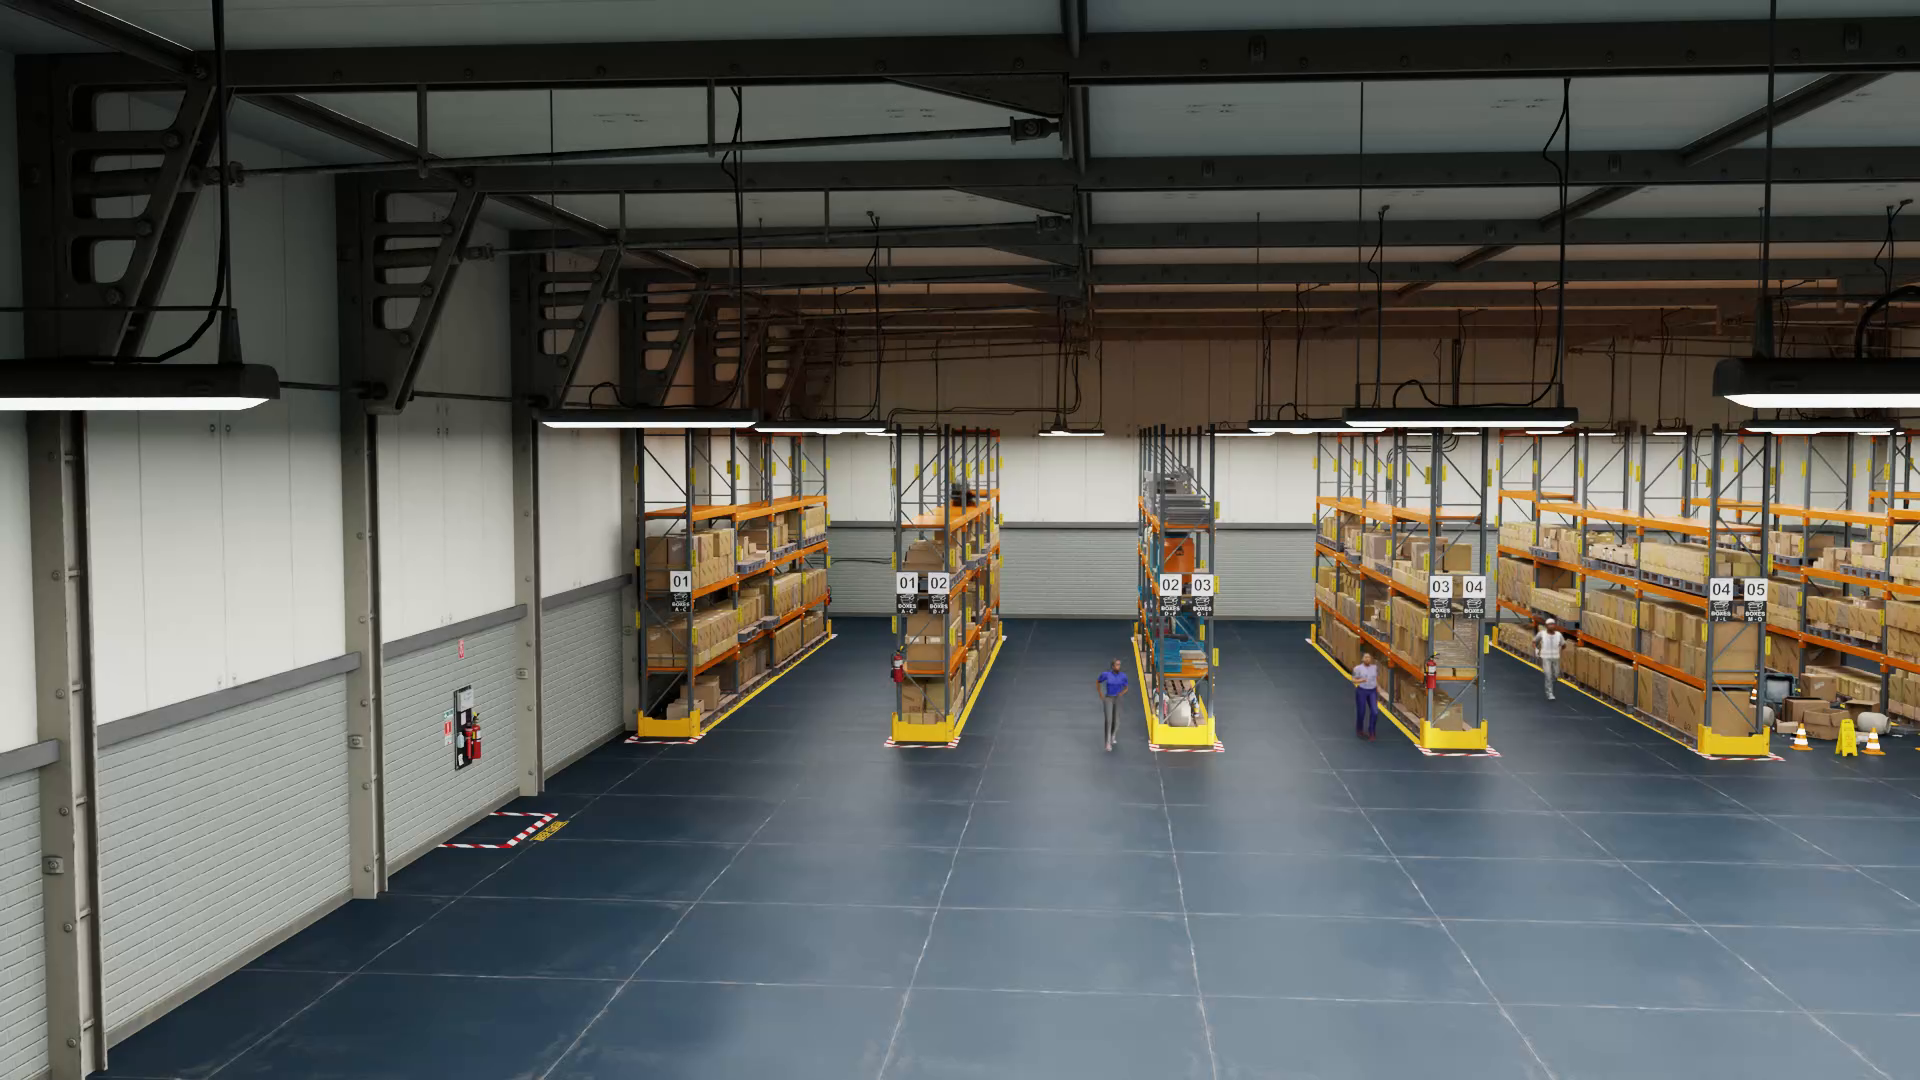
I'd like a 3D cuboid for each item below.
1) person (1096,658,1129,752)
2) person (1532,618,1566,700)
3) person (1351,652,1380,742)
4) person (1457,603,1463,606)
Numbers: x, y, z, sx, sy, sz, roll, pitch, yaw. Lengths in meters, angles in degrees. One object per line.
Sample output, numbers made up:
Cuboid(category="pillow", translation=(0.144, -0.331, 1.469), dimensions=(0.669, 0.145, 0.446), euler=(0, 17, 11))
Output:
Cuboid(category="person", translation=(2.847, 3.035, 30.778), dimensions=(0.579, 1.694, 0.794), euler=(-1, 4, -10))
Cuboid(category="person", translation=(12.980, 2.606, 36.590), dimensions=(0.696, 1.763, 0.946), euler=(0, 3, 4))
Cuboid(category="person", translation=(7.733, 2.978, 31.643), dimensions=(0.585, 1.700, 0.708), euler=(0, 3, 2))
Cuboid(category="person", translation=(13.513, 2.146, 45.043), dimensions=(0.685, 1.727, 0.647), euler=(1, 4, 12))
